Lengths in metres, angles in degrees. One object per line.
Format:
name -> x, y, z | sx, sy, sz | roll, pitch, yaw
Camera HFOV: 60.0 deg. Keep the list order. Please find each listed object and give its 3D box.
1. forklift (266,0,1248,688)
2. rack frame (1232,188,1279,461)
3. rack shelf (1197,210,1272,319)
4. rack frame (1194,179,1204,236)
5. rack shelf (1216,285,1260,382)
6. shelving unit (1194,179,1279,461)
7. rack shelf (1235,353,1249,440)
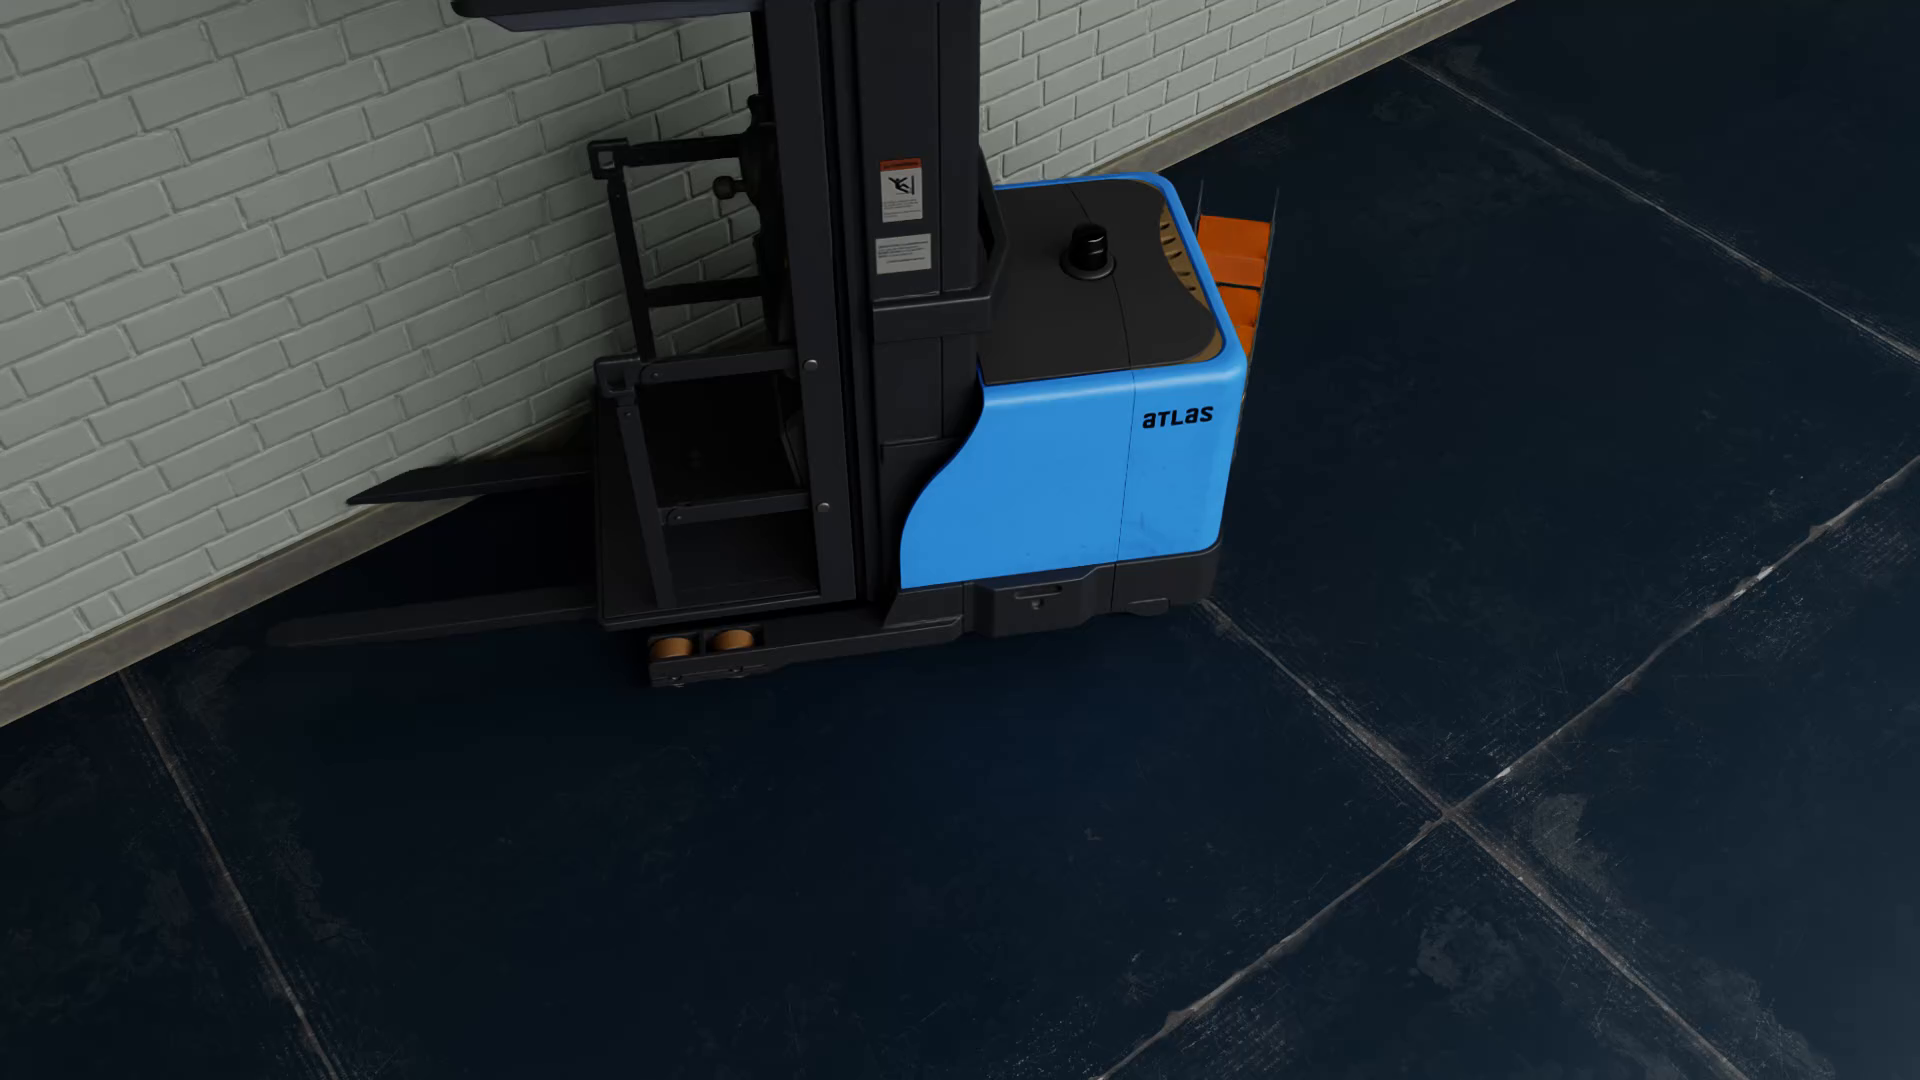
forklift -> -0.716, -0.941, 4.625 | 3.031, 2.935, 1.130 | -7, 48, -6
rack frame -> 1.007, -0.711, 5.686 | 0.008, 1.050, 0.200 | 8, 48, 7
rack shelf -> 0.888, -0.912, 5.499 | 0.240, 0.259, 0.215 | 8, 48, 7
rack frame -> 0.768, -0.746, 5.718 | 0.008, 1.050, 0.200 | 8, 48, 7
rack shelf -> 0.888, -0.721, 5.710 | 0.240, 0.259, 0.215 | 8, 48, 7
shelving unit -> 0.888, -0.728, 5.702 | 0.252, 1.050, 0.215 | 8, 48, 7
rack shelf -> 0.888, -0.535, 5.916 | 0.240, 0.259, 0.215 | 8, 48, 7
